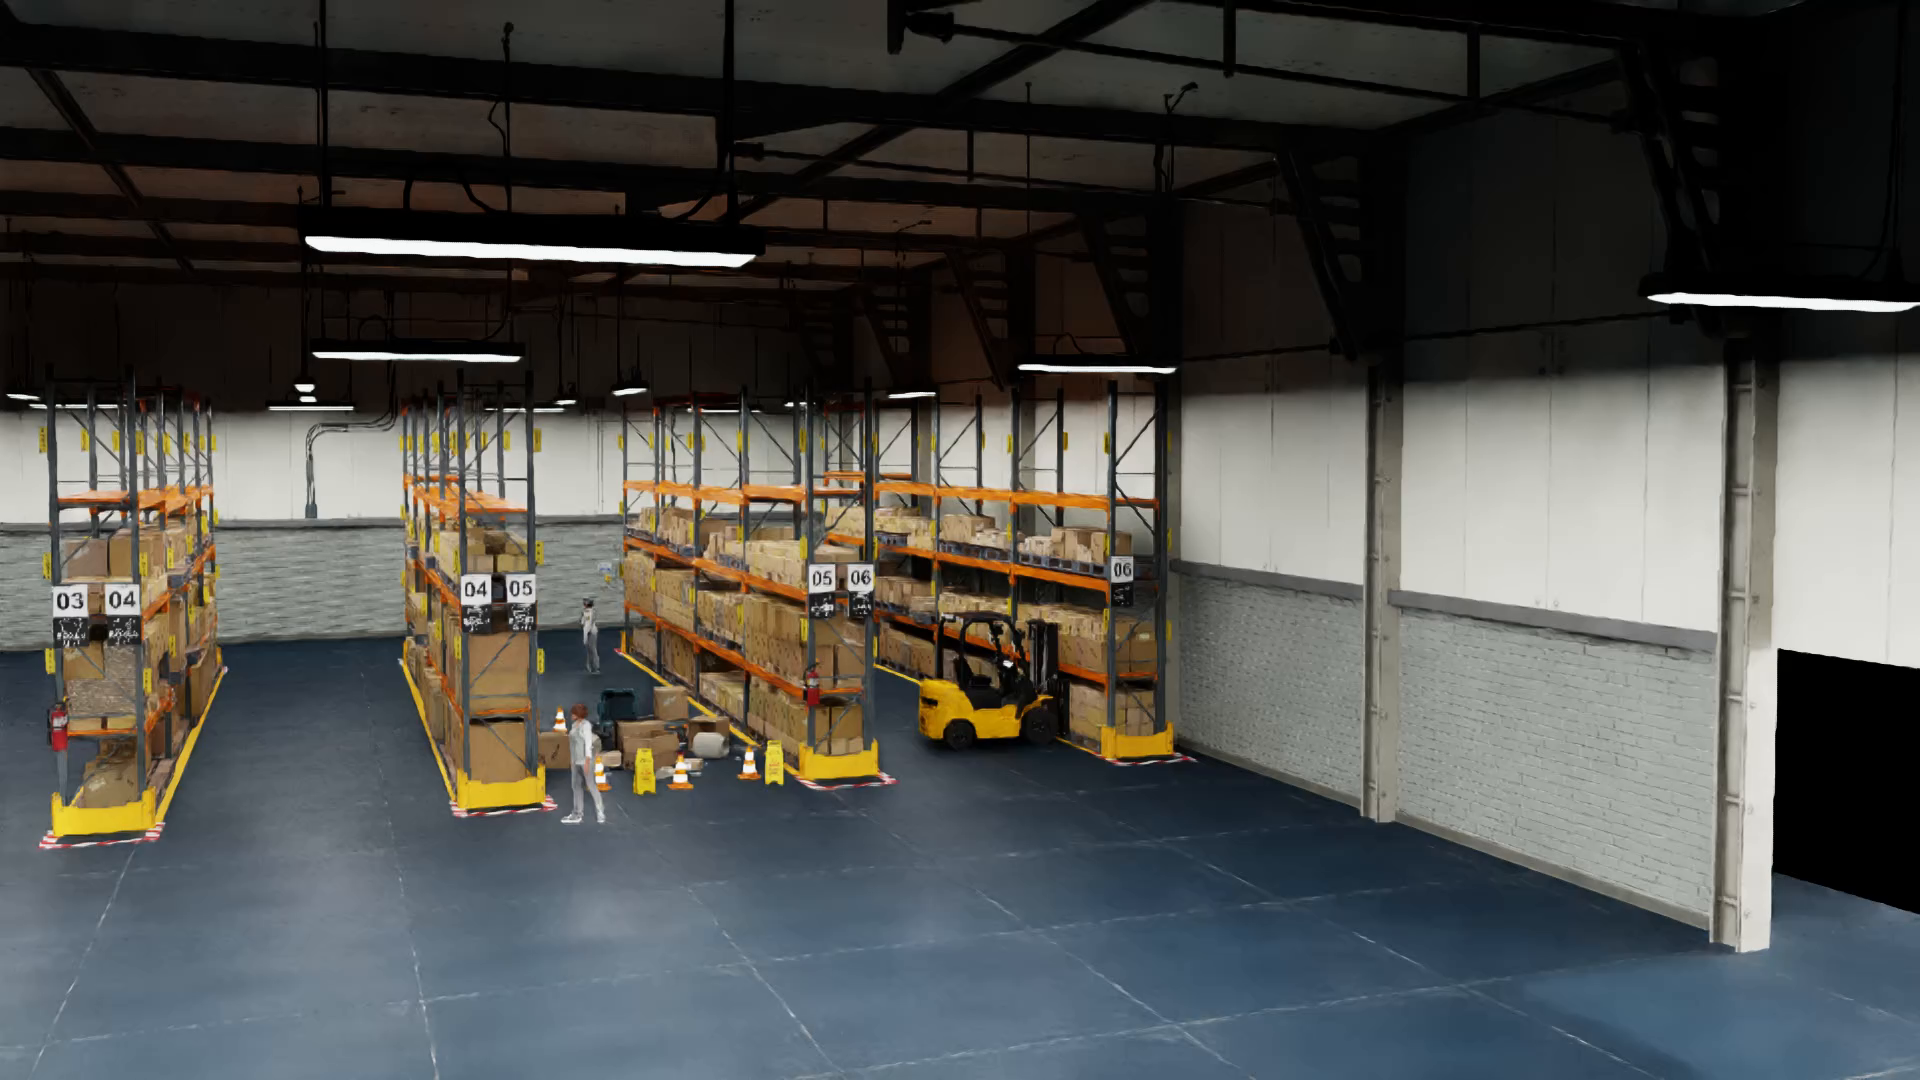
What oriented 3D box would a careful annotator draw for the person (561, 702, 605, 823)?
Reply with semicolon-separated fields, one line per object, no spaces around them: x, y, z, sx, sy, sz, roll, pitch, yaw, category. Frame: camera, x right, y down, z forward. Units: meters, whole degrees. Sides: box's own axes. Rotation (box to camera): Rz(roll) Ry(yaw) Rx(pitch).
-4.946;2.930;21.899;0.507;1.595;0.537;-3;4;-39;person

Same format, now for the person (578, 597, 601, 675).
-8.005;2.064;35.875;0.523;1.656;0.564;0;3;-3;person
